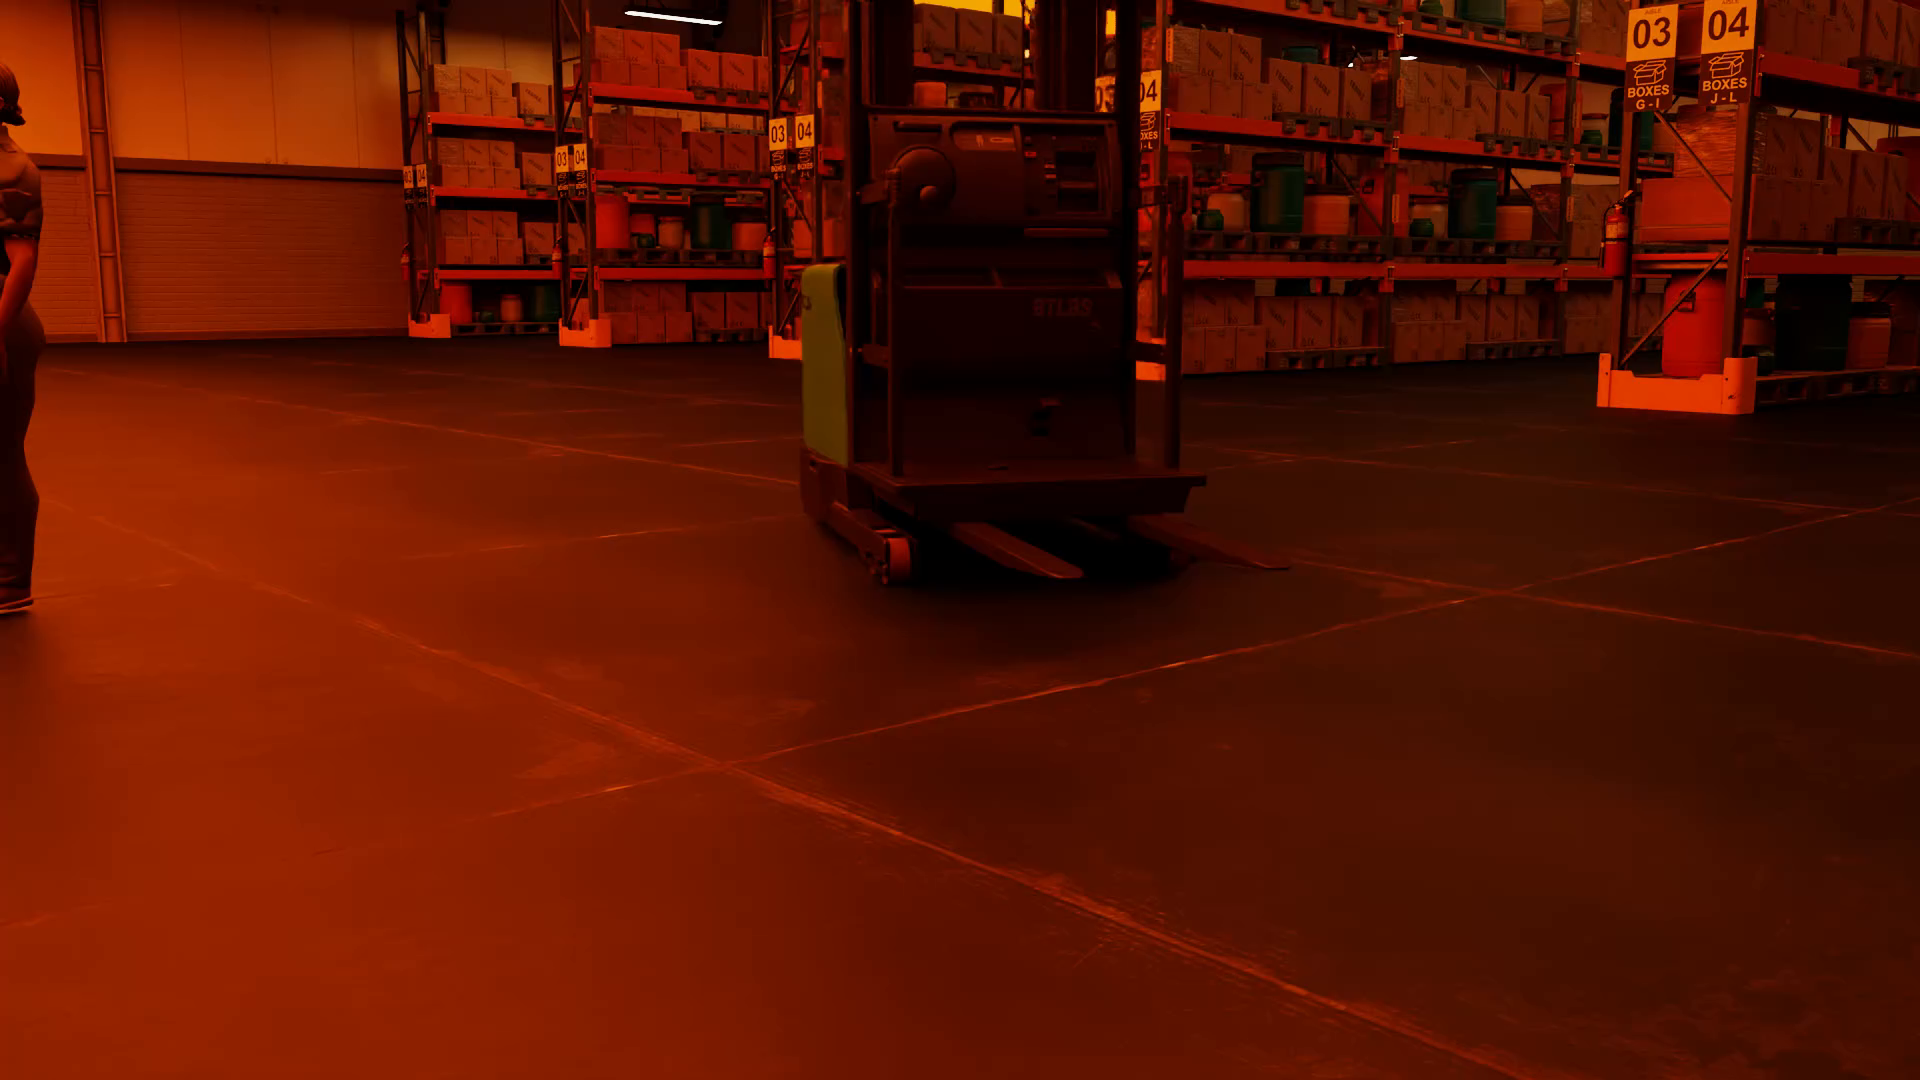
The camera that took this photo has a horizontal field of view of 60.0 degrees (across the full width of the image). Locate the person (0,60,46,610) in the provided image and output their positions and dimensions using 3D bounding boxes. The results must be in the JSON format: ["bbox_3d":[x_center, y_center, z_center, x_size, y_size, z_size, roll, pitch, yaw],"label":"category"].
[{"bbox_3d":[-2.991,-0.595,4.932,0.570,1.654,0.505,8,12,42],"label":"person"}]

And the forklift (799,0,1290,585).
[{"bbox_3d":[0.191,-1.363,5.761,1.130,2.935,3.031,-2,9,-15],"label":"forklift"}]
